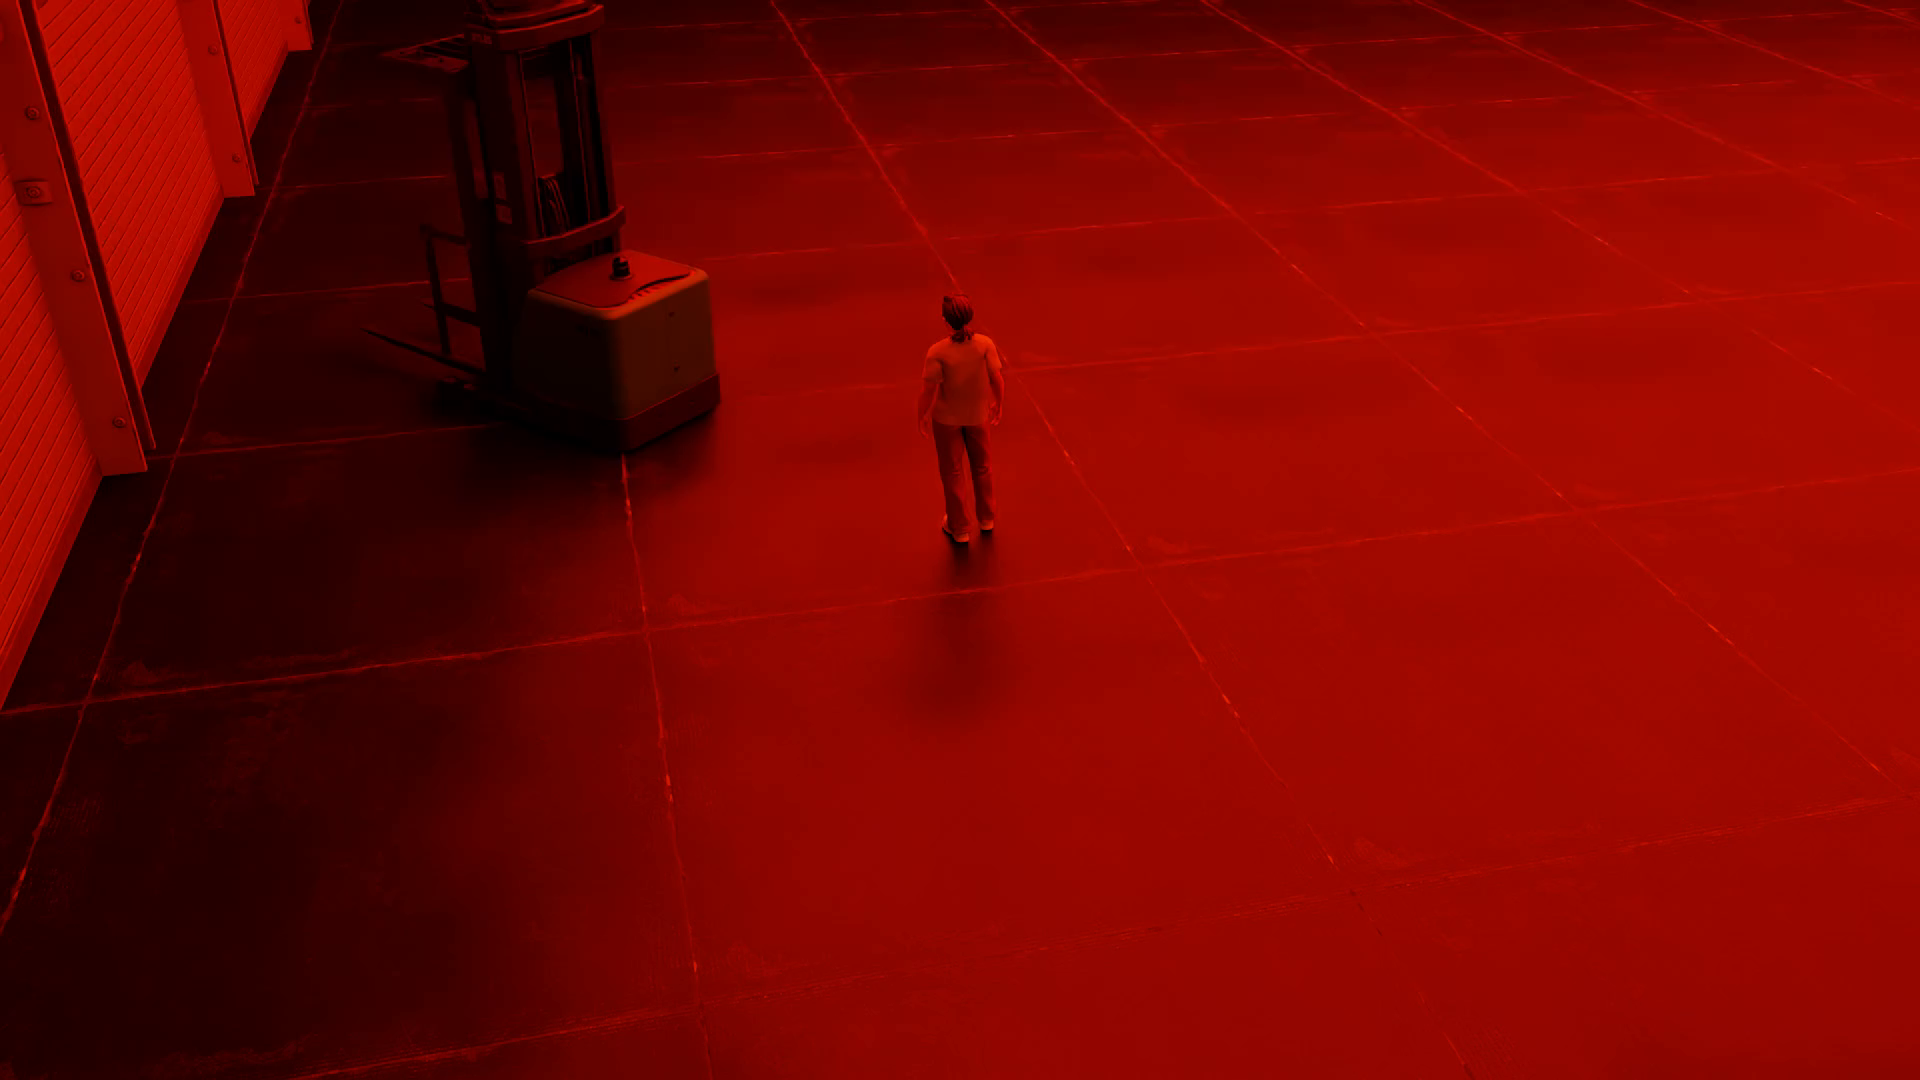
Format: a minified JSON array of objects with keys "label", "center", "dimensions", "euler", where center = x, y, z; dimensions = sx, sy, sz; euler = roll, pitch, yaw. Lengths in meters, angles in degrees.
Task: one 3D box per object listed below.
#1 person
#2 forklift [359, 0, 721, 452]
[{"label":"person","center":[-0.006,-0.769,10.141],"dimensions":[0.552,1.674,0.548],"euler":[-7,31,-12]},{"label":"forklift","center":[-3.240,-2.442,11.793],"dimensions":[3.031,2.935,1.130],"euler":[19,35,30]}]
